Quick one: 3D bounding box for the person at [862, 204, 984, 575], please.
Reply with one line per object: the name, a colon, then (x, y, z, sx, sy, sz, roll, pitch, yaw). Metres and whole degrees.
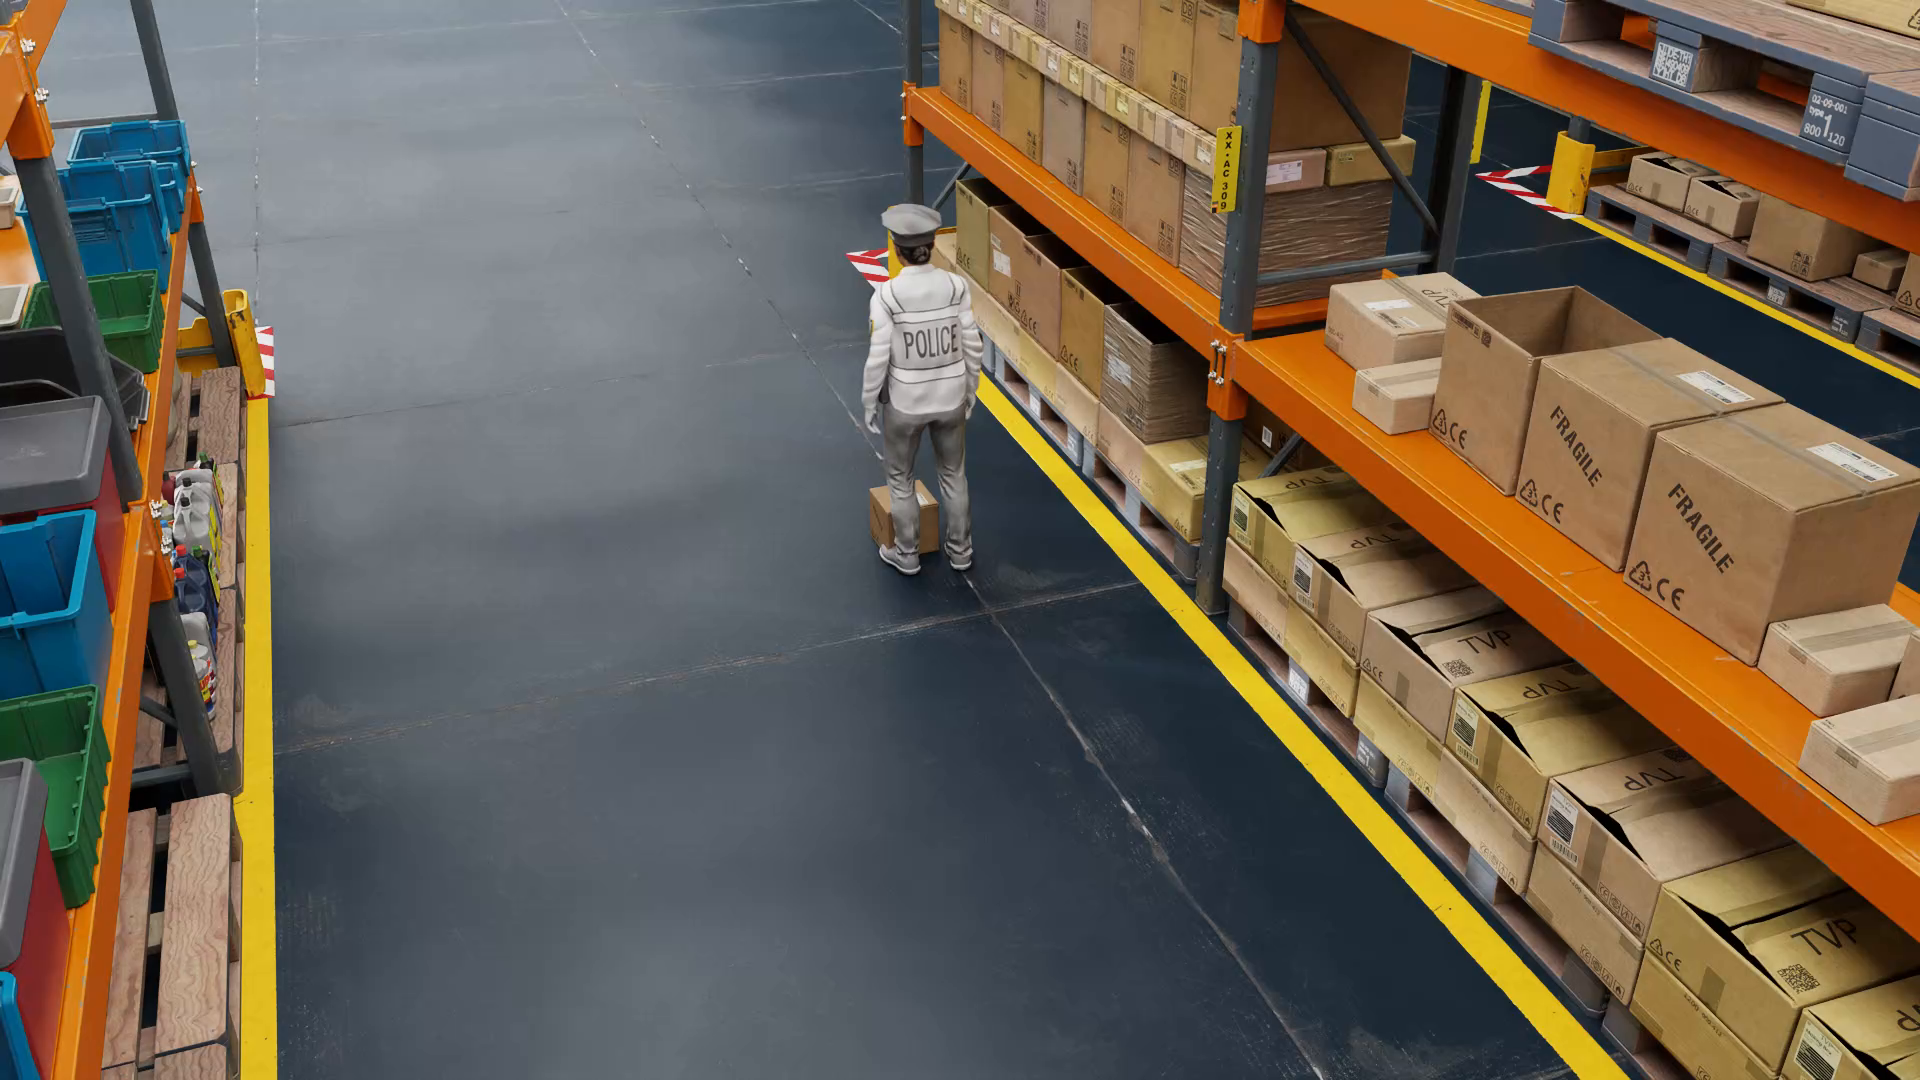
person: (-0.168, -0.604, 7.171, 0.530, 1.663, 0.404, -10, 32, -17)
